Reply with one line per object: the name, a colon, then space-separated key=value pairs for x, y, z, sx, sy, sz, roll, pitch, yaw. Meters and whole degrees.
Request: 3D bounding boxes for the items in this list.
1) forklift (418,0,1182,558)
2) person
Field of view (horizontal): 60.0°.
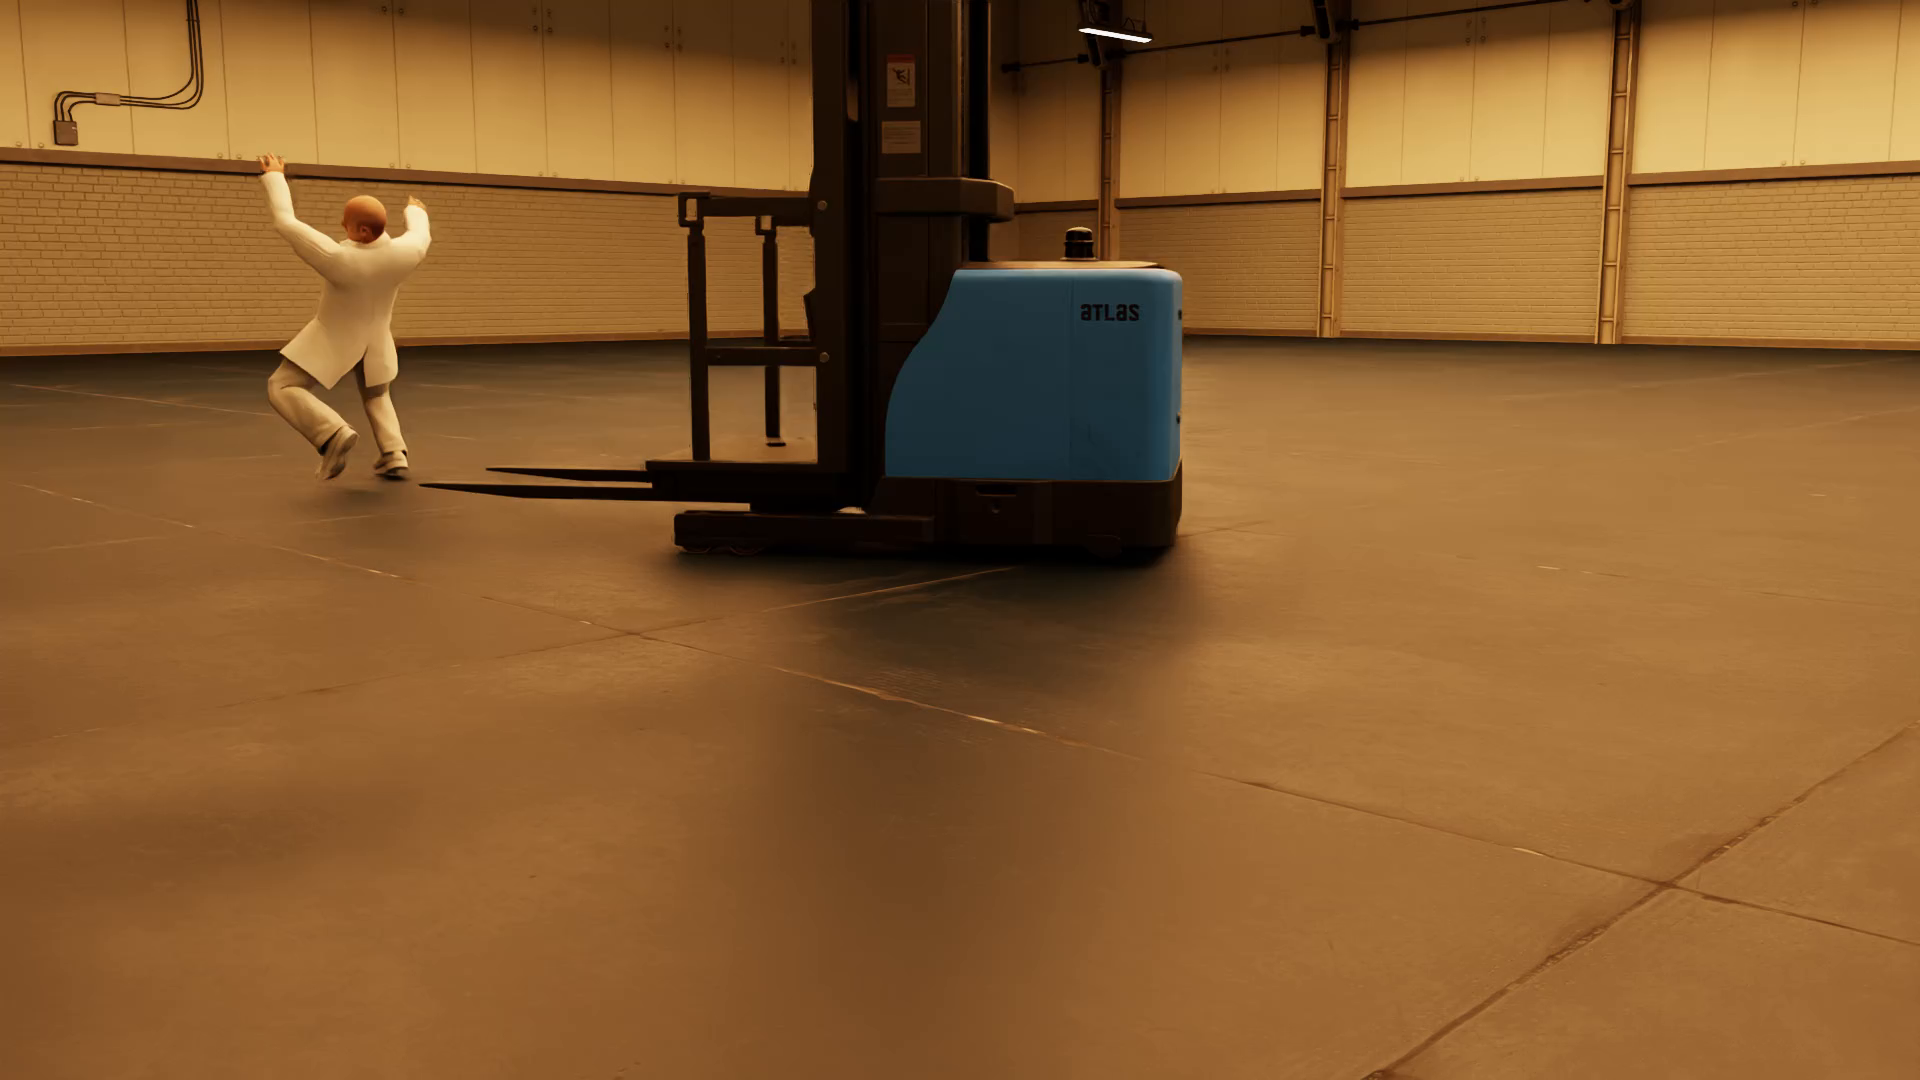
forklift: x=-0.640 y=-1.464 z=6.596 sx=3.031 sy=2.935 sz=1.130 roll=1 pitch=9 yaw=10
person: x=-3.108 y=-1.181 z=8.839 sx=0.717 sy=1.697 sz=1.085 roll=5 pitch=10 yaw=32
